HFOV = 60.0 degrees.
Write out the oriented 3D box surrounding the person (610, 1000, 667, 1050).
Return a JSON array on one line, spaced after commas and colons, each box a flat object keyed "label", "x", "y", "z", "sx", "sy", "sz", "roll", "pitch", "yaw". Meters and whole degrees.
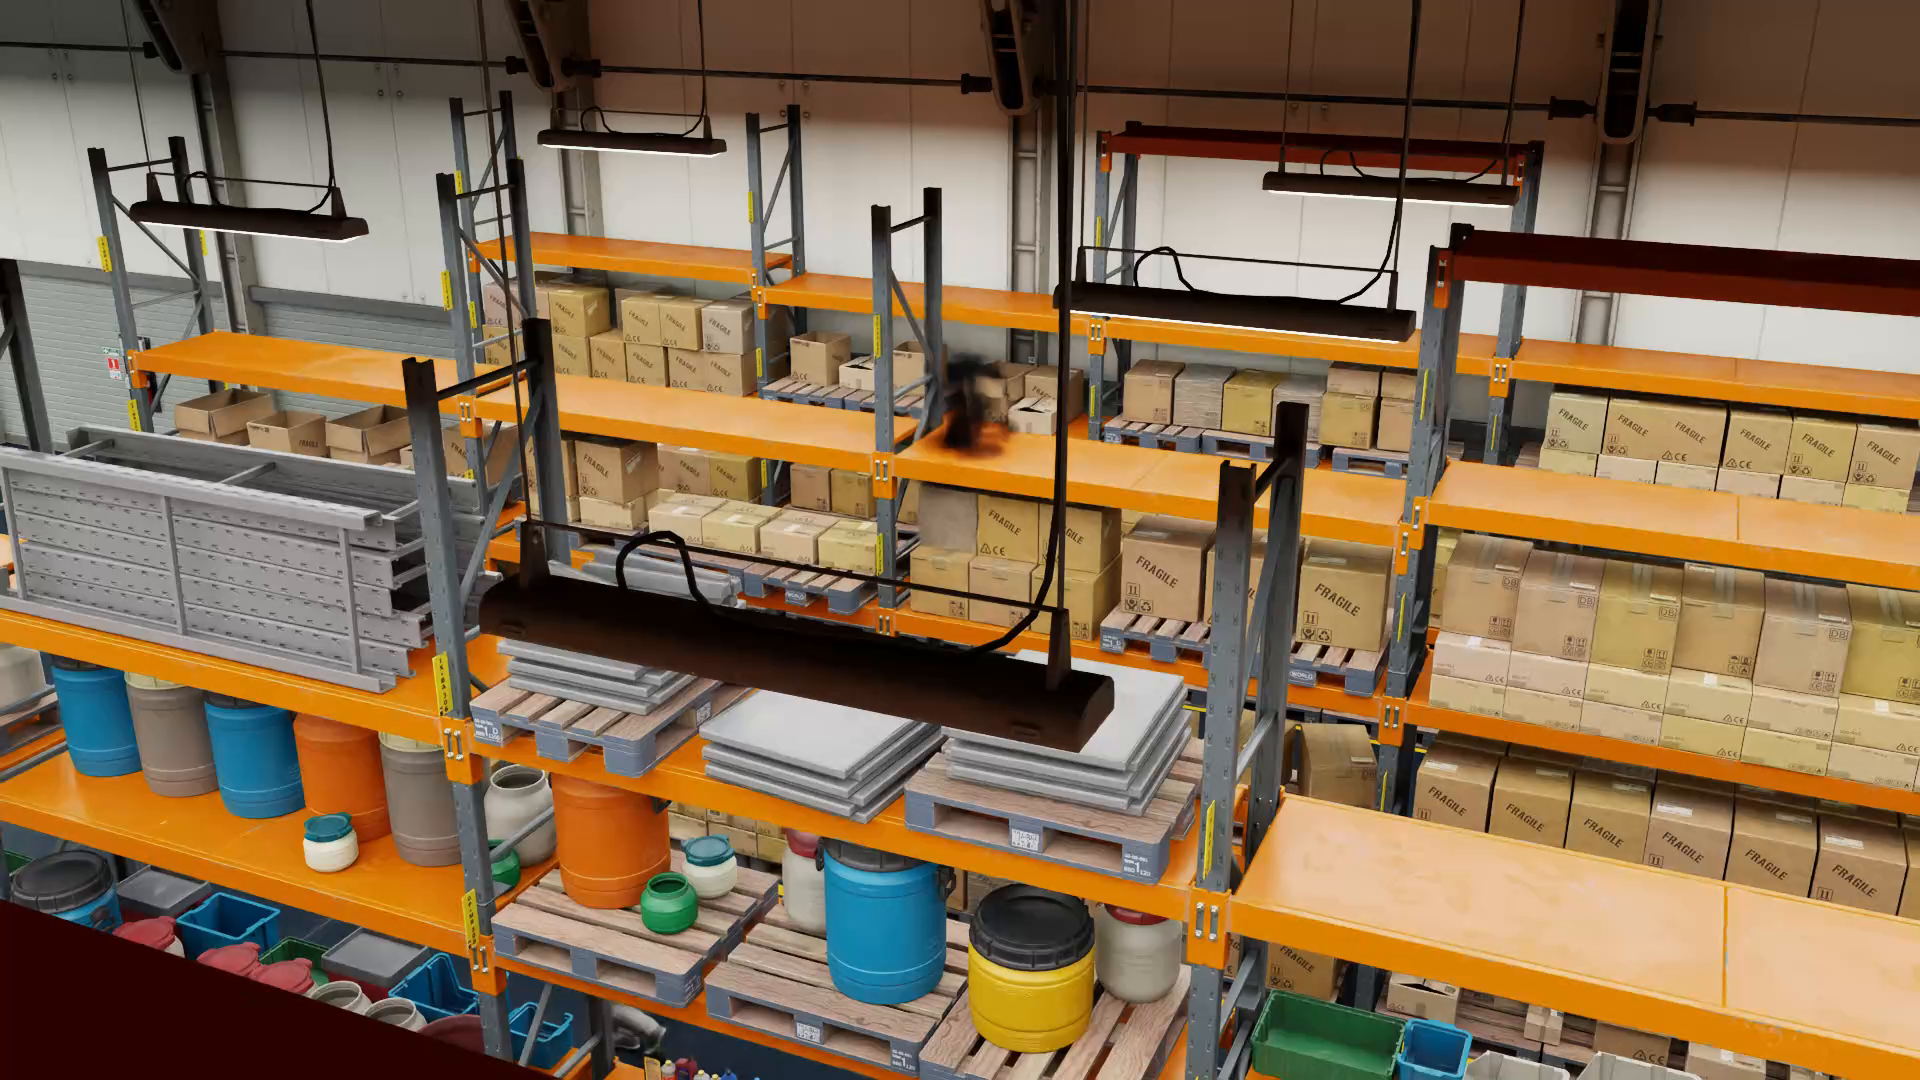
[{"label": "person", "x": -2.427, "y": 3.020, "z": 12.167, "sx": 0.633, "sy": 1.733, "sz": 0.664, "roll": 7, "pitch": 22, "yaw": 19}]
